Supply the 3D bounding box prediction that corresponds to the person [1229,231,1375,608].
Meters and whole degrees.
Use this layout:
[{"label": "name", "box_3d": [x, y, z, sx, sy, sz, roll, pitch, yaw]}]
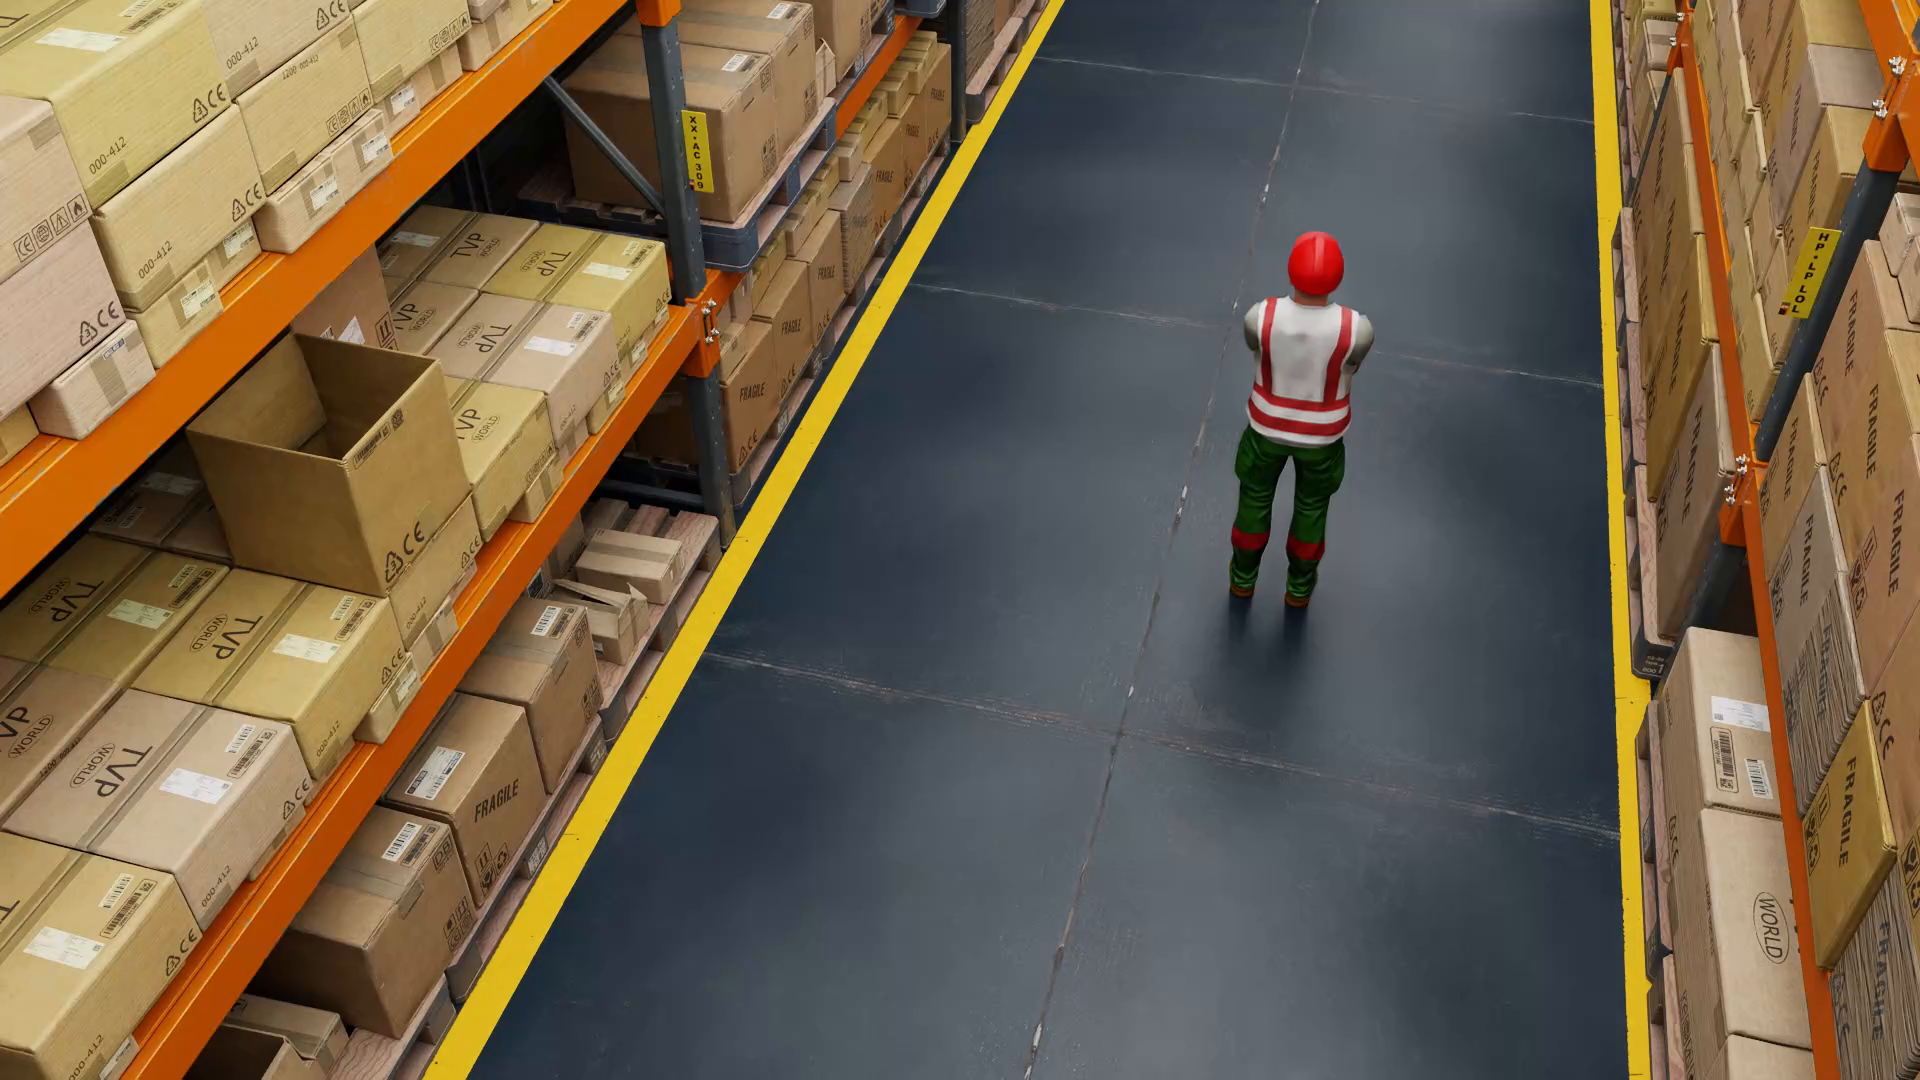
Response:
[{"label": "person", "box_3d": [1.365, -0.524, 6.754, 0.494, 1.783, 0.563, 10, 42, 11]}]
